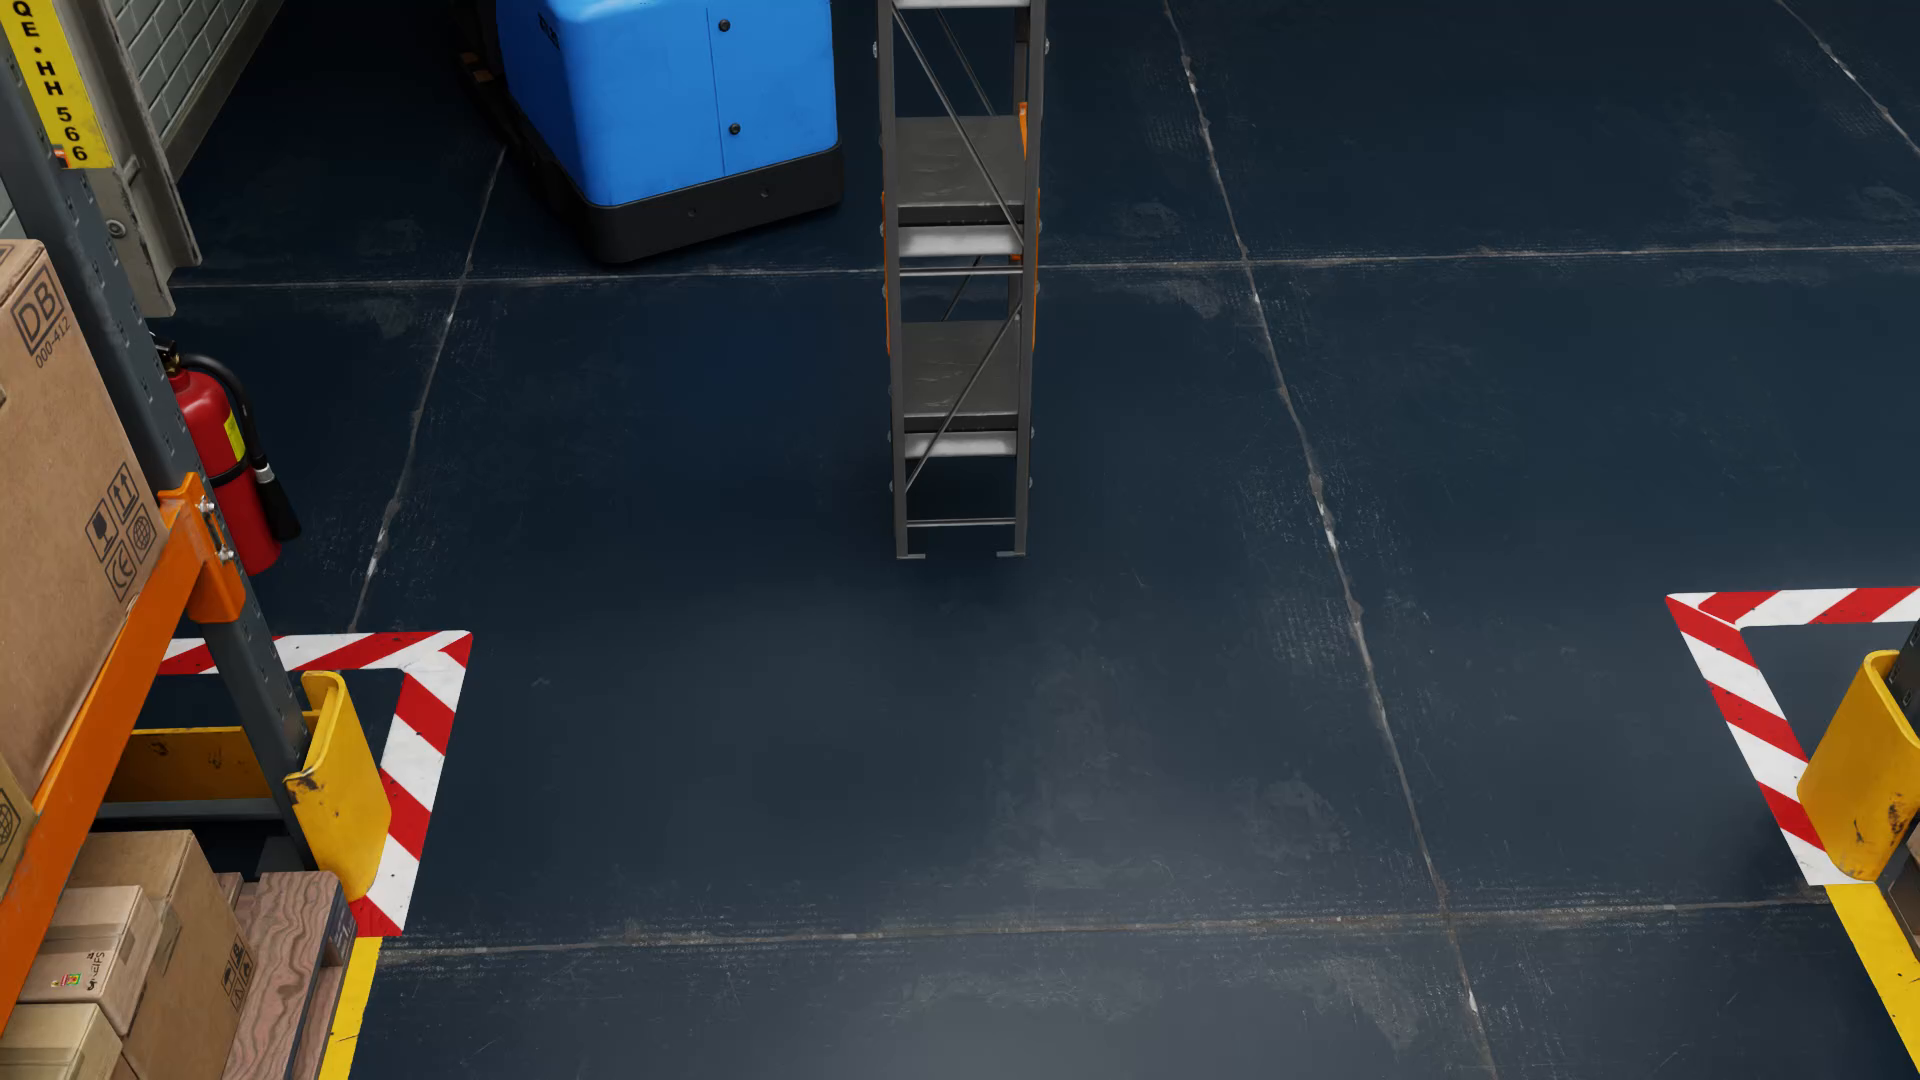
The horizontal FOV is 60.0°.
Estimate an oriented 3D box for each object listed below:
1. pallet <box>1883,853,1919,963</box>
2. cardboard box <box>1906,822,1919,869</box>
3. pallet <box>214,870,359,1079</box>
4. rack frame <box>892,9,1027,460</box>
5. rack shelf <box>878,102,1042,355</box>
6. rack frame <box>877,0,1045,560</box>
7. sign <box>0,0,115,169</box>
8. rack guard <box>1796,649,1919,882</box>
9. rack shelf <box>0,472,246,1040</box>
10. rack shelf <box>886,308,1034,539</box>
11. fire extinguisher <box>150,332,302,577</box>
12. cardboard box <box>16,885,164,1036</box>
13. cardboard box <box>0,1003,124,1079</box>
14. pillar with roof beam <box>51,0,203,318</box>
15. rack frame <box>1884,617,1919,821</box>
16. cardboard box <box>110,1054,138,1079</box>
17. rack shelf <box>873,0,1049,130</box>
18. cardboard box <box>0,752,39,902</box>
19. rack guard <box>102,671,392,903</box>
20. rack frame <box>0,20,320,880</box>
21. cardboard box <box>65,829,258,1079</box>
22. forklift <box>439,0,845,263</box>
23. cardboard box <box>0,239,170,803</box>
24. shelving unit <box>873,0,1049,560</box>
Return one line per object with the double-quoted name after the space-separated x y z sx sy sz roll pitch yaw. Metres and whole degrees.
2.888 1.210 3.774 1.003 0.211 1.213 -2 43 -2 "pallet"
2.524 0.774 3.970 0.380 0.149 0.250 -2 43 -2 "cardboard box"
-1.987 1.303 3.673 1.003 0.211 1.213 -2 43 -2 "pallet"
-0.017 -1.051 4.842 0.400 2.100 0.015 -2 43 -2 "rack frame"
-0.007 -0.876 4.672 0.431 0.518 0.480 -2 43 -2 "rack shelf"
0.003 -0.721 4.483 0.400 2.100 0.015 -2 43 -2 "rack frame"
-1.556 -0.783 2.852 0.100 0.325 0.005 -2 43 -2 "sign"
2.853 0.565 4.263 1.175 0.500 0.348 -2 43 -2 "rack guard"
-2.014 1.352 2.087 1.077 0.370 4.000 -2 43 -2 "rack shelf"
-0.007 -0.360 5.145 0.431 0.518 0.480 -2 43 -2 "rack shelf"
-1.644 -0.212 3.595 0.296 0.674 0.183 -2 43 -2 "fire extinguisher"
-1.782 0.816 3.199 0.380 0.149 0.250 -2 43 -2 "cardboard box"
-1.770 0.988 3.011 0.380 0.149 0.250 -1 43 -1 "cardboard box"
1.223 -4.396 3.386 9.100 9.000 0.400 -2 43 -2 "pillar with roof beam"
2.850 -0.408 3.475 1.000 3.000 0.127 -2 43 -2 "rack frame"
-1.948 1.311 3.139 0.700 0.500 0.500 -2 43 -2 "cardboard box"
-0.007 -1.392 4.199 0.431 0.518 0.480 -2 43 -2 "rack shelf"
-2.025 0.461 2.305 0.980 0.700 0.700 -2 43 -2 "cardboard box"
-2.100 0.642 4.179 1.175 0.500 0.348 -2 43 -2 "rack guard"
-2.099 -0.263 3.317 1.000 3.000 0.127 -2 43 -2 "rack frame"
-1.969 0.973 3.507 0.700 0.500 0.500 -2 43 -2 "cardboard box"
-1.607 -3.115 6.479 1.130 2.935 3.031 -20 46 -21 "forklift"
-2.067 -0.029 2.840 0.980 0.700 0.700 0 43 0 "cardboard box"
-0.007 -0.886 4.662 0.431 2.100 0.503 -2 43 -2 "shelving unit"
